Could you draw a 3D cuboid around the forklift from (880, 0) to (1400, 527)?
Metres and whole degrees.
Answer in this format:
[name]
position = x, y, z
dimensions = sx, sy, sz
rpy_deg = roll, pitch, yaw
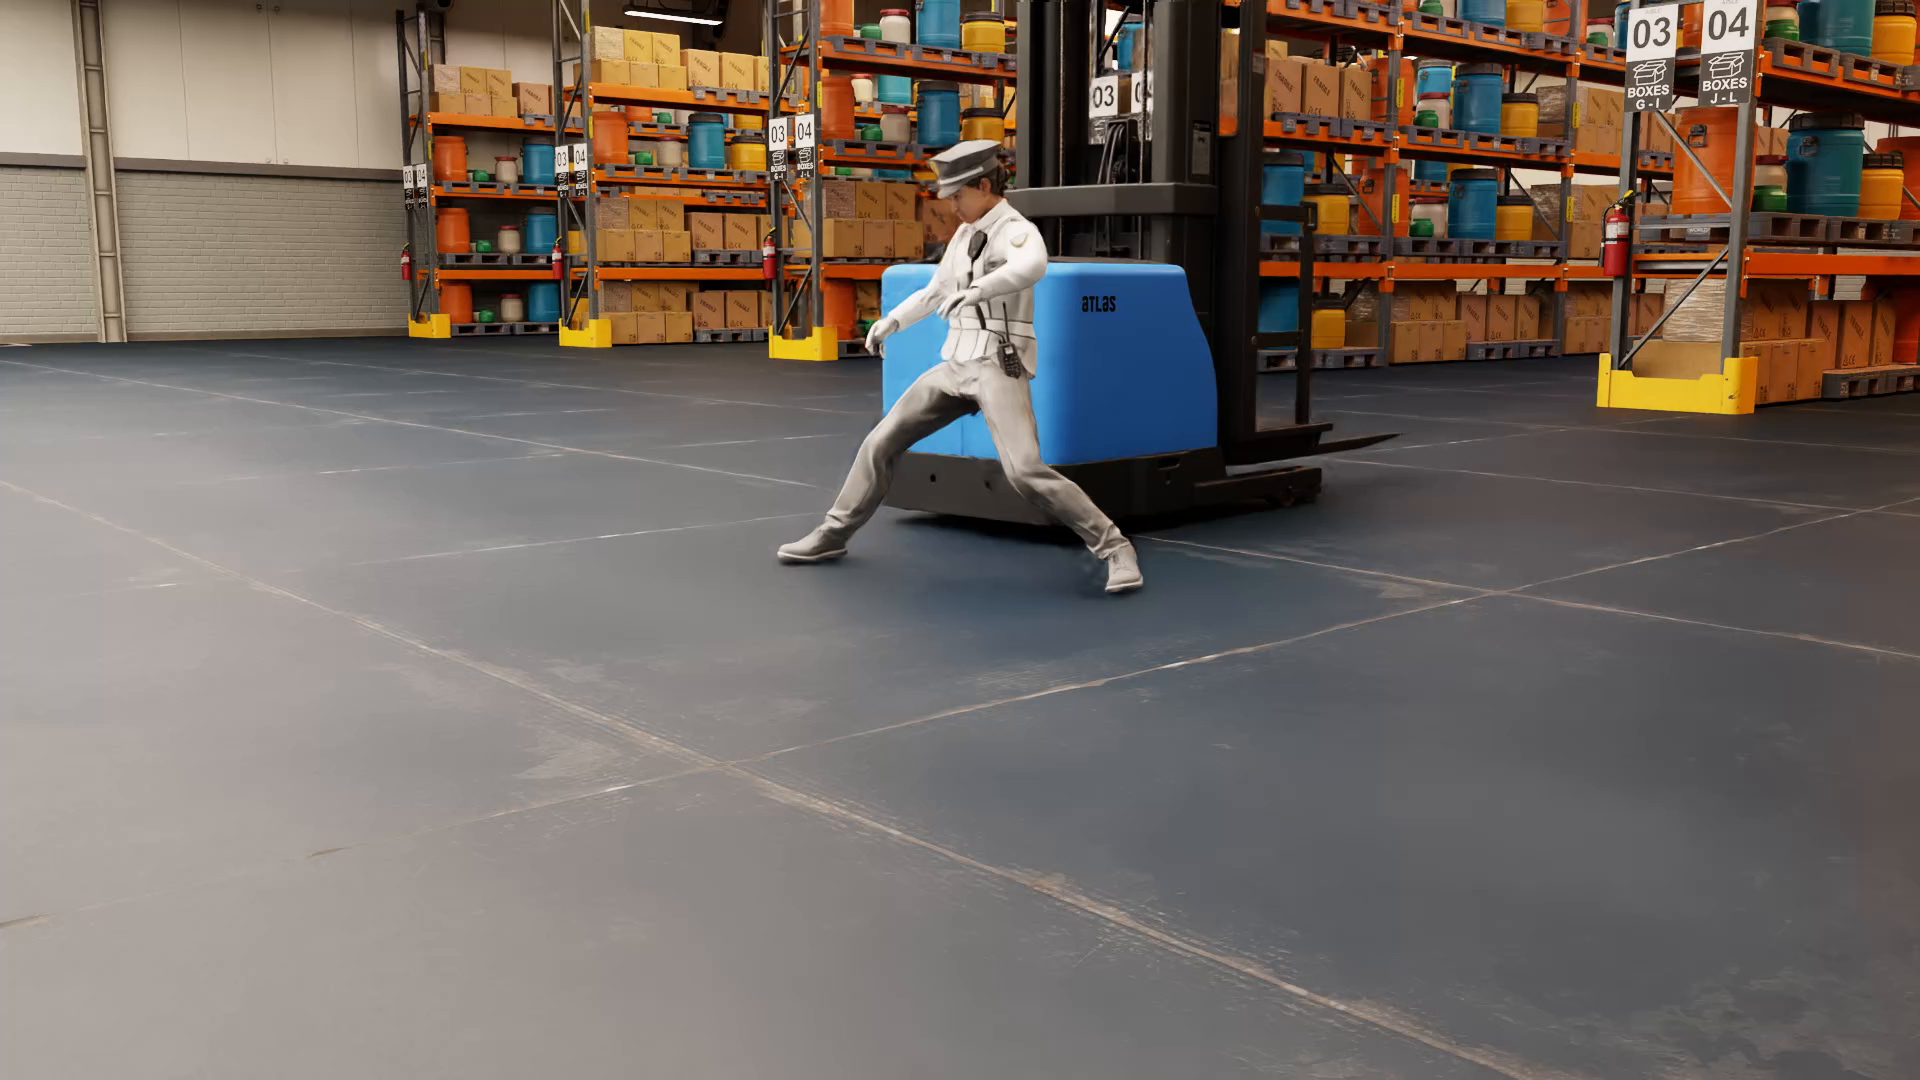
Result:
[forklift]
position = 1.025, -1.646, 7.589
dimensions = 1.130, 2.935, 3.031
rpy_deg = 8, 12, 42

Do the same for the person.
[person]
position = -0.003, -0.597, 5.616
dimensions = 0.910, 1.478, 1.176
rpy_deg = -5, 10, -29
